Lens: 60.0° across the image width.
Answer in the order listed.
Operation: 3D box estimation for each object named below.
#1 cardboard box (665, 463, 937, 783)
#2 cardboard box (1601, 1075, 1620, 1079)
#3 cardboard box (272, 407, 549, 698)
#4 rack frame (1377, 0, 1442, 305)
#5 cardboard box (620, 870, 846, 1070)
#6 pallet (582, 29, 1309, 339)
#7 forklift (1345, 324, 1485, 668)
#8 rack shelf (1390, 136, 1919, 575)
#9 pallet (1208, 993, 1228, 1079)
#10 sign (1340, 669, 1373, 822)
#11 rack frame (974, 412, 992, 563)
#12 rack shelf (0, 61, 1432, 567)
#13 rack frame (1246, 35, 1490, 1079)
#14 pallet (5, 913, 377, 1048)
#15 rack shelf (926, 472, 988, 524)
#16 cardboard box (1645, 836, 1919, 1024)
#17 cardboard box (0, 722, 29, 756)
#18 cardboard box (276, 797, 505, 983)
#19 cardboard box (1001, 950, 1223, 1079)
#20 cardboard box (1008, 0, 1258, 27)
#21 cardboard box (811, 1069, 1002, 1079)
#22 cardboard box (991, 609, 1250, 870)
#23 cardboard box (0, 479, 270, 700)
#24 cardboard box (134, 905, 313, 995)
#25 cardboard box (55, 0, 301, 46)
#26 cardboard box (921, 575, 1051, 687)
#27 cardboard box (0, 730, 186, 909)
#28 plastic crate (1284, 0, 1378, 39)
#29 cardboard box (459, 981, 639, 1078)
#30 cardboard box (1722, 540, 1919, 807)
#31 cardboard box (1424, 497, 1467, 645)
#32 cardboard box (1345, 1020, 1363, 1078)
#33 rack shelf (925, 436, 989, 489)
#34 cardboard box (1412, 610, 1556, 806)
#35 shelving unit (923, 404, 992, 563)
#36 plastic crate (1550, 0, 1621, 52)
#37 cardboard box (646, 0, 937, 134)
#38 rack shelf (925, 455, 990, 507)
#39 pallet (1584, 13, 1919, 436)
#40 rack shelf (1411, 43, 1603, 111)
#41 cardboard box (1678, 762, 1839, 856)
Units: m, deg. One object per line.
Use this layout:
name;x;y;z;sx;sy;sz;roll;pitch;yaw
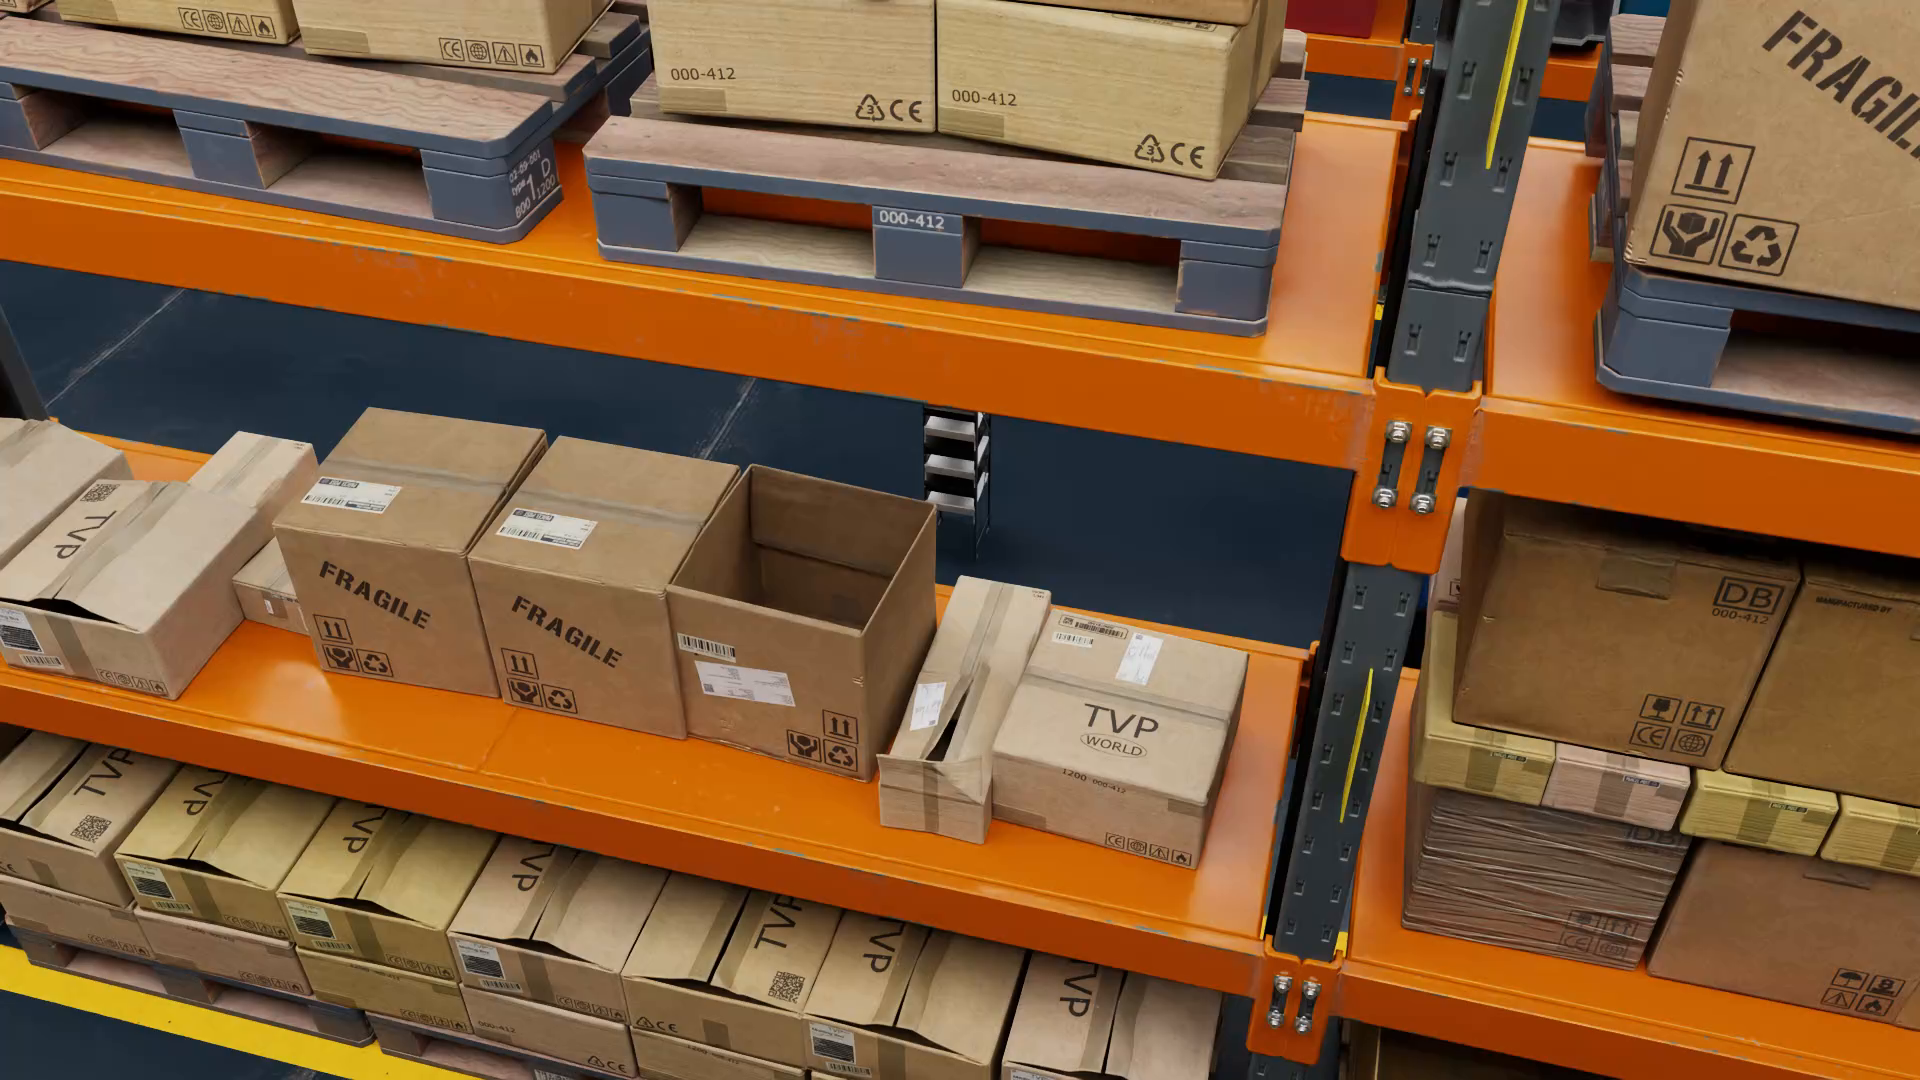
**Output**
cardboard box;-0.373;0.198;4.104;0.500;0.500;0.500;13;42;15
cardboard box;1.726;1.416;3.960;0.500;0.500;0.500;10;41;11
cardboard box;-1.365;0.027;4.308;0.500;0.500;0.500;8;41;9
rack frame;2.157;-2.615;7.532;0.127;3.000;1.000;10;41;11
cardboard box;-0.578;1.083;4.504;0.500;0.311;0.500;10;41;11
pallet;0.018;-0.752;3.130;1.217;0.209;0.805;8;41;10
forklift;3.030;-0.846;5.478;3.031;2.935;1.130;5;40;6
rack shelf;2.805;-0.079;2.739;4.000;0.370;1.077;10;41;11
pallet;0.152;1.431;4.882;1.213;0.211;1.003;10;41;11
sign;0.743;0.387;3.118;0.005;0.325;0.100;10;41;11
rack frame;0.090;-0.329;6.442;0.006;0.900;0.240;10;41;11
rack shelf;-1.059;-0.744;3.531;4.000;0.370;1.077;10;41;11
rack frame;0.873;0.462;3.868;0.127;3.000;1.000;10;41;11
pallet;-2.205;1.025;5.365;1.213;0.211;1.003;10;41;11
rack shelf;-0.008;-0.183;6.599;0.200;0.077;0.258;10;41;11
cardboard box;1.815;0.577;3.653;0.500;0.500;0.700;9;41;11
cardboard box;-3.356;0.332;5.624;0.500;0.500;0.500;11;41;13
cardboard box;-1.559;0.912;4.707;0.500;0.311;0.500;9;41;10
cardboard box;0.408;1.250;4.305;0.500;0.311;0.500;10;41;11
cardboard box;0.288;-1.205;2.727;0.500;0.500;0.500;10;41;12
cardboard box;-0.090;1.380;4.586;0.500;0.250;0.500;9;41;11
cardboard box;0.387;0.464;3.981;0.500;0.250;0.500;12;42;14
cardboard box;-2.177;0.100;4.368;0.500;0.311;0.500;9;41;11
cardboard box;-2.075;1.041;4.989;0.500;0.250;0.500;9;41;10
cardboard box;-1.477;-1.237;3.348;0.500;0.250;0.500;9;41;11
cardboard box;0.070;0.283;4.275;0.250;0.149;0.380;10;41;11
cardboard box;-2.561;0.743;4.908;0.500;0.311;0.500;11;41;13
plastic crate;1.611;-2.530;7.380;0.583;0.464;0.402;10;41;11
cardboard box;-1.076;1.209;4.789;0.500;0.250;0.500;11;41;12
cardboard box;1.792;0.080;3.236;0.500;0.500;0.700;10;41;11
cardboard box;1.192;0.087;3.732;0.250;0.149;0.380;10;41;11
cardboard box;1.378;1.295;4.687;0.500;0.250;0.500;10;41;11
rack shelf;-0.008;-0.320;6.484;0.200;0.077;0.258;10;41;11
cardboard box;1.083;0.340;3.431;0.250;0.149;0.380;10;41;11
shelving unit;-0.008;-0.346;6.462;0.210;0.900;0.258;10;41;11
plastic crate;2.630;-2.425;7.354;0.504;0.338;0.767;10;41;11
cardboard box;-0.251;-0.988;3.052;0.500;0.250;0.500;6;40;7
rack shelf;-0.008;-0.252;6.542;0.200;0.077;0.258;10;41;11
pallet;1.704;-0.527;2.782;1.213;0.211;1.003;10;41;11
rack shelf;4.089;-2.007;7.367;4.000;0.370;1.077;10;41;11
cardboard box;1.575;0.423;3.331;0.250;0.149;0.380;9;41;10
